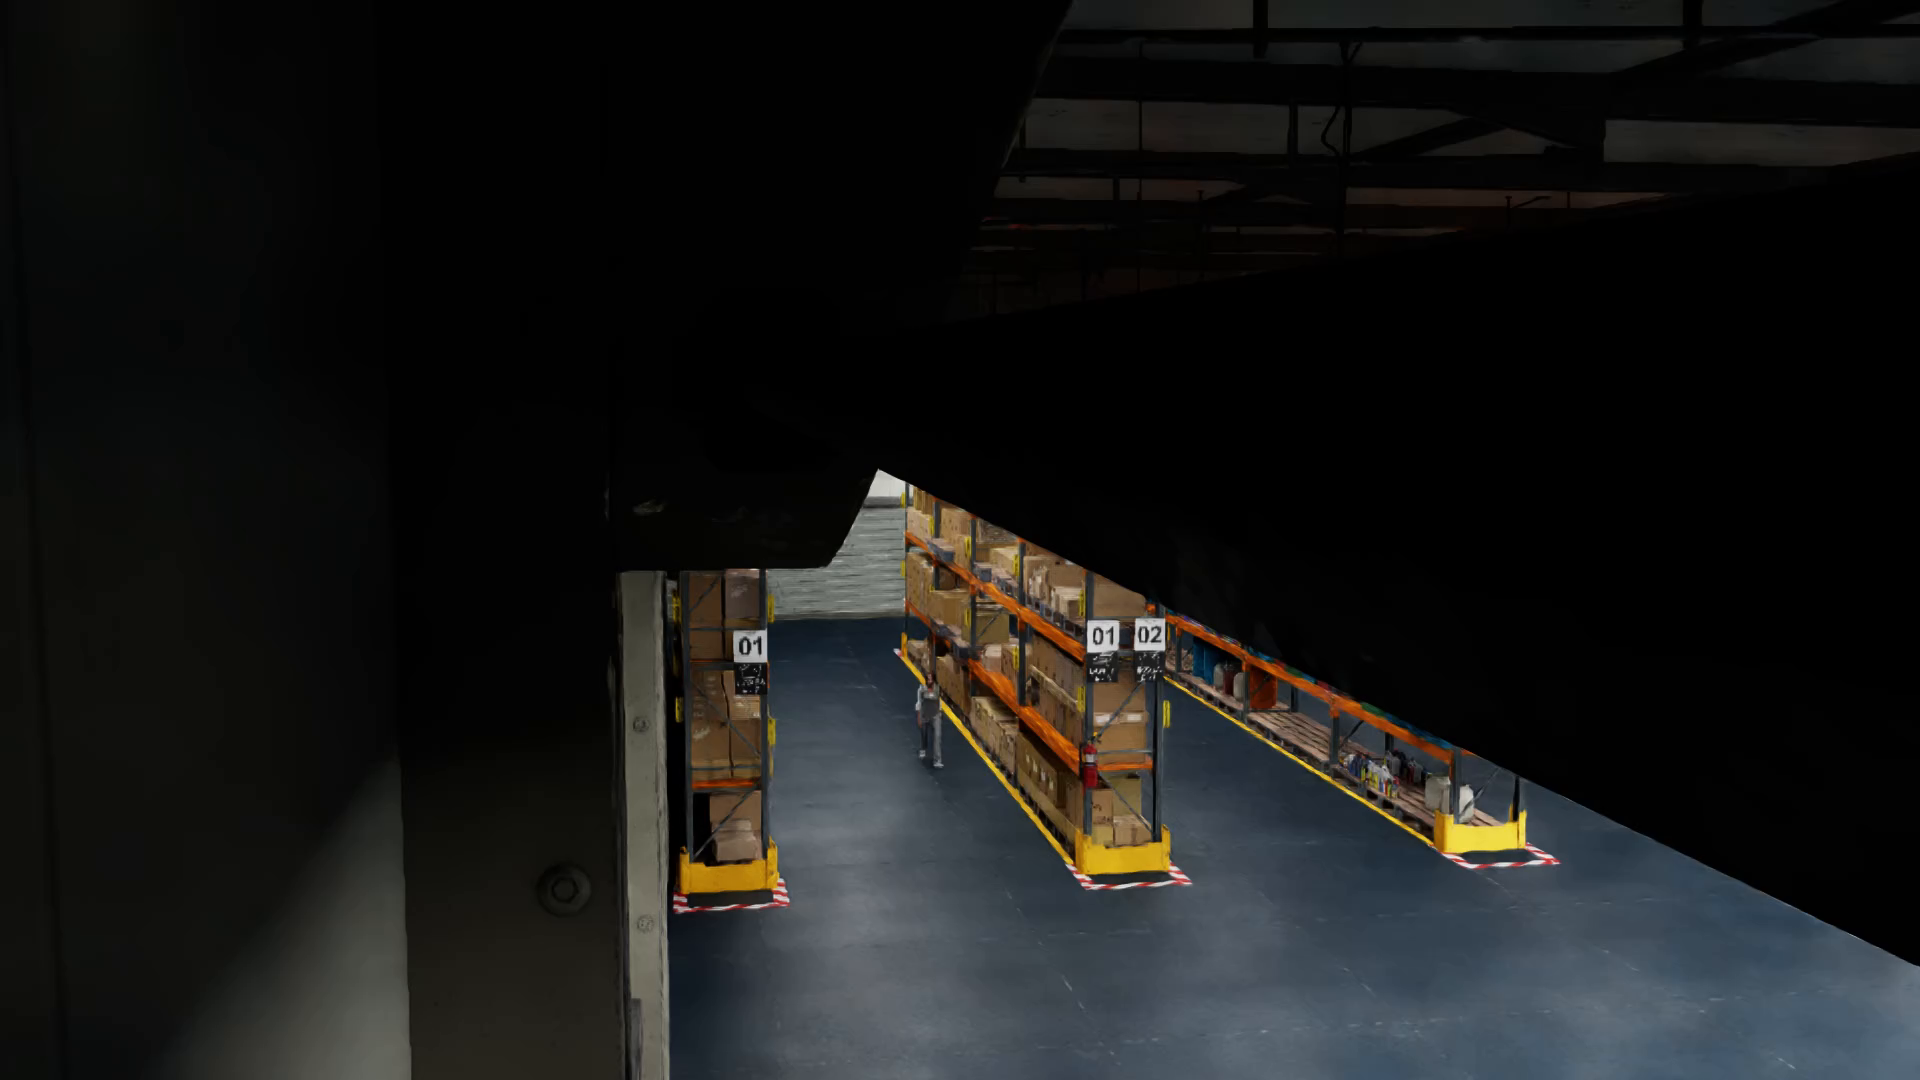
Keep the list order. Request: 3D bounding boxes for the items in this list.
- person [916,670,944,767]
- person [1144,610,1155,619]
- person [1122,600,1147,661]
[{"bbox_3d":[-0.497,2.814,26.529,0.417,1.517,1.036,-1,6,-7],"label":"person"},{"bbox_3d":[4.548,1.406,39.605,0.505,1.657,0.564,3,7,26],"label":"person"},{"bbox_3d":[3.794,1.743,35.836,0.582,1.760,0.737,0,6,-4],"label":"person"}]
